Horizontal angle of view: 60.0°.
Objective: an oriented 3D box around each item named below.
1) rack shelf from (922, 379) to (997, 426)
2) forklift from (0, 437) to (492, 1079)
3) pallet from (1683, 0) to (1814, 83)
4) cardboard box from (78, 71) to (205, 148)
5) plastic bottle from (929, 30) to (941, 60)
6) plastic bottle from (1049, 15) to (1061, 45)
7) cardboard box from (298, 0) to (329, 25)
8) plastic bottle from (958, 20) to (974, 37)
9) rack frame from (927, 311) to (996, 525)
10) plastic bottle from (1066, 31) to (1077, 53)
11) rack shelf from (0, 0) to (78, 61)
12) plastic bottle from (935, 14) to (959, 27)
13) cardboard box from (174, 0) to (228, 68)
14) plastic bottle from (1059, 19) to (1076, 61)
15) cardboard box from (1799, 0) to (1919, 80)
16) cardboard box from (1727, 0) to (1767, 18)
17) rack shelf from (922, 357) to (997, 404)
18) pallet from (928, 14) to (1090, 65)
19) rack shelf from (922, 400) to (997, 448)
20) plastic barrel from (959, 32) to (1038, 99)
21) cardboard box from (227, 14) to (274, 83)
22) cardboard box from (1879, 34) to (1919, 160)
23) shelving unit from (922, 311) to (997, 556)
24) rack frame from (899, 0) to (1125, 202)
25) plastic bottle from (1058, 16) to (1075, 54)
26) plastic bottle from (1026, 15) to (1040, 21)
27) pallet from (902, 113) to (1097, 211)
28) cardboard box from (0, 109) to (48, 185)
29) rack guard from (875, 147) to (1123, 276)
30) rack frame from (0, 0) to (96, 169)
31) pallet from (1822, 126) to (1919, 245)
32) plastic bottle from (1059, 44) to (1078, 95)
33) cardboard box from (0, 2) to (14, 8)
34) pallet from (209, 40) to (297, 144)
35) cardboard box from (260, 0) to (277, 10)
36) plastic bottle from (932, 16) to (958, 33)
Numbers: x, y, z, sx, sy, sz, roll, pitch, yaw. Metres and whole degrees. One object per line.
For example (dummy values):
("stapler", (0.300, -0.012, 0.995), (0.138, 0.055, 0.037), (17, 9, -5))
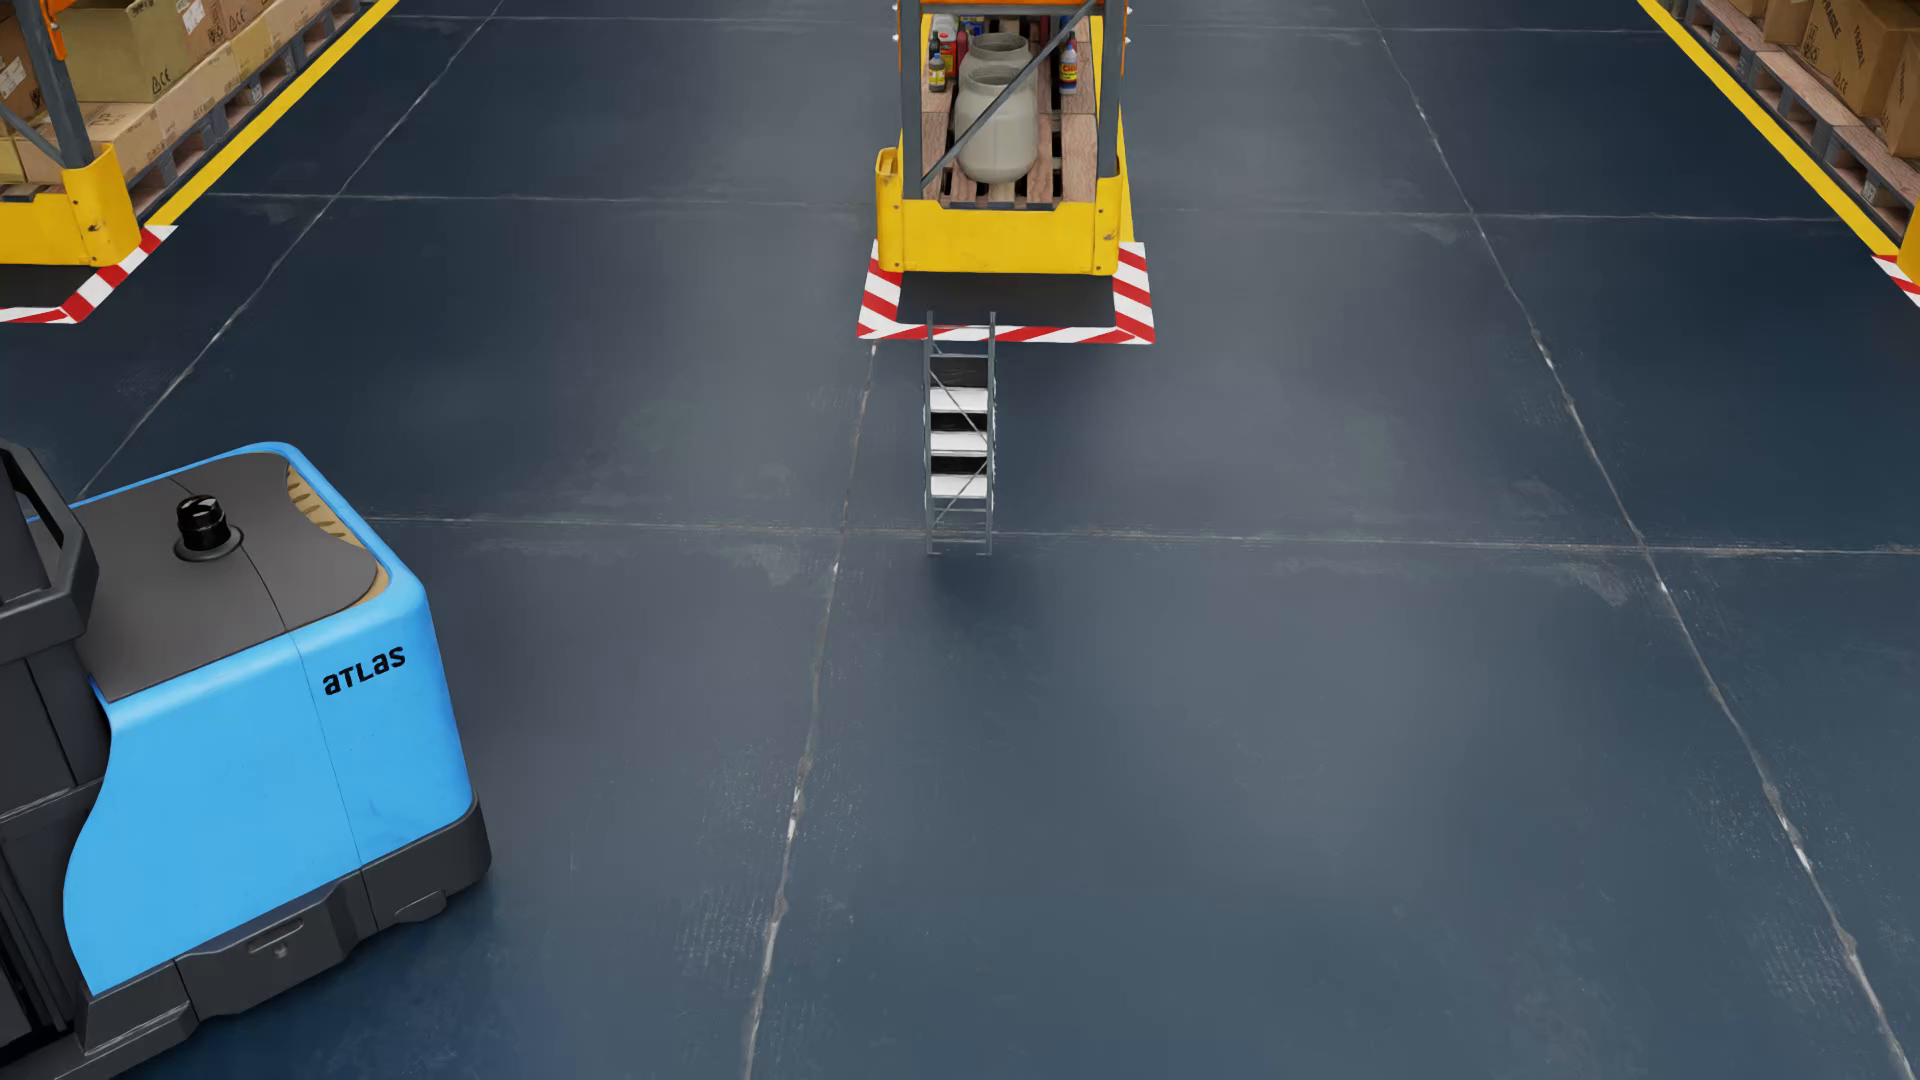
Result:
("rack shelf", (0.000, -0.493, 5.914), (0.258, 0.077, 0.200), (1, 35, 2))
("forklift", (-2.815, 0.119, 3.531), (3.031, 2.935, 1.130), (-25, 42, -31))
("pallet", (5.351, -3.233, 10.667), (1.003, 0.211, 1.213), (1, 35, 2))
("cardboard box", (-4.456, -2.331, 8.984), (0.500, 0.250, 0.500), (1, 35, 2))
("plastic bottle", (-0.145, -2.779, 9.575), (0.061, 0.283, 0.133), (2, 35, 3))
("plastic bottle", (0.625, -3.175, 10.145), (0.152, 0.276, 0.135), (2, 35, 3))
("cardboard box", (-4.386, -3.480, 10.619), (0.500, 0.250, 0.500), (1, 35, 2))
("plastic bottle", (0.037, -3.019, 9.988), (0.097, 0.201, 0.097), (0, 35, 0))
("rack frame", (0.004, -0.431, 6.081), (0.240, 0.900, 0.006), (1, 35, 2))
("plastic bottle", (0.644, -2.810, 9.619), (0.061, 0.283, 0.133), (2, 35, 3))
("rack shelf", (-4.636, -3.548, 9.316), (1.077, 0.370, 4.000), (1, 35, 2))
("plastic bottle", (-0.078, -3.165, 10.065), (0.144, 0.351, 0.185), (1, 35, 2))
("cardboard box", (-4.447, -2.925, 9.177), (0.500, 0.500, 0.500), (1, 35, 2))
("plastic bottle", (0.635, -2.930, 9.800), (0.097, 0.271, 0.097), (0, 35, 0))
("cardboard box", (5.325, -2.993, 9.709), (0.500, 0.500, 0.500), (-2, 35, -2))
("cardboard box", (5.287, -3.681, 10.688), (0.500, 0.500, 0.500), (0, 35, 0))
("rack shelf", (0.000, -0.566, 5.862), (0.258, 0.077, 0.200), (1, 35, 2))
("pallet", (0.325, -3.349, 10.832), (1.003, 0.211, 1.213), (1, 35, 2))
("rack shelf", (0.000, -0.419, 5.965), (0.258, 0.077, 0.200), (1, 35, 2))
("plastic barrel", (0.203, -2.399, 8.853), (0.421, 0.512, 0.421), (0, 35, 0))
("cardboard box", (-4.411, -2.905, 9.801), (0.500, 0.250, 0.500), (1, 35, 2))
("cardboard box", (5.213, -2.314, 8.743), (0.500, 0.500, 0.500), (10, 36, 14))
("shelving unit", (0.000, -0.373, 5.998), (0.258, 0.900, 0.210), (1, 35, 2))
("rack frame", (0.233, -2.577, 7.308), (1.000, 3.000, 0.127), (1, 35, 2))
("plastic bottle", (0.643, -3.046, 9.966), (0.097, 0.271, 0.097), (0, 35, 0))
("plastic bottle", (0.499, -3.443, 10.526), (0.152, 0.276, 0.135), (1, 35, 2))
("pallet", (0.227, -1.948, 8.838), (1.003, 0.211, 1.213), (1, 35, 2))
("cardboard box", (-4.990, -2.055, 8.592), (0.500, 0.250, 0.500), (1, 35, 2))
("rack guard", (0.189, -1.599, 8.091), (1.175, 0.500, 0.348), (1, 35, 2))
("rack frame", (-4.716, -2.694, 7.474), (1.000, 3.000, 0.127), (1, 35, 2))
("pallet", (5.253, -1.831, 8.672), (1.003, 0.211, 1.213), (1, 35, 2))
("plastic bottle", (0.617, -2.675, 9.438), (0.097, 0.271, 0.097), (0, 35, 0))
("cardboard box", (-4.967, -2.937, 9.194), (0.500, 0.500, 0.500), (1, 35, 2))
("pallet", (-4.676, -2.692, 9.897), (1.003, 0.211, 1.213), (1, 35, 2))
("cardboard box", (-4.404, -3.500, 9.995), (0.500, 0.500, 0.500), (1, 35, 2))
("plastic bottle", (-0.088, -2.932, 9.799), (0.152, 0.276, 0.135), (0, 35, 1))
